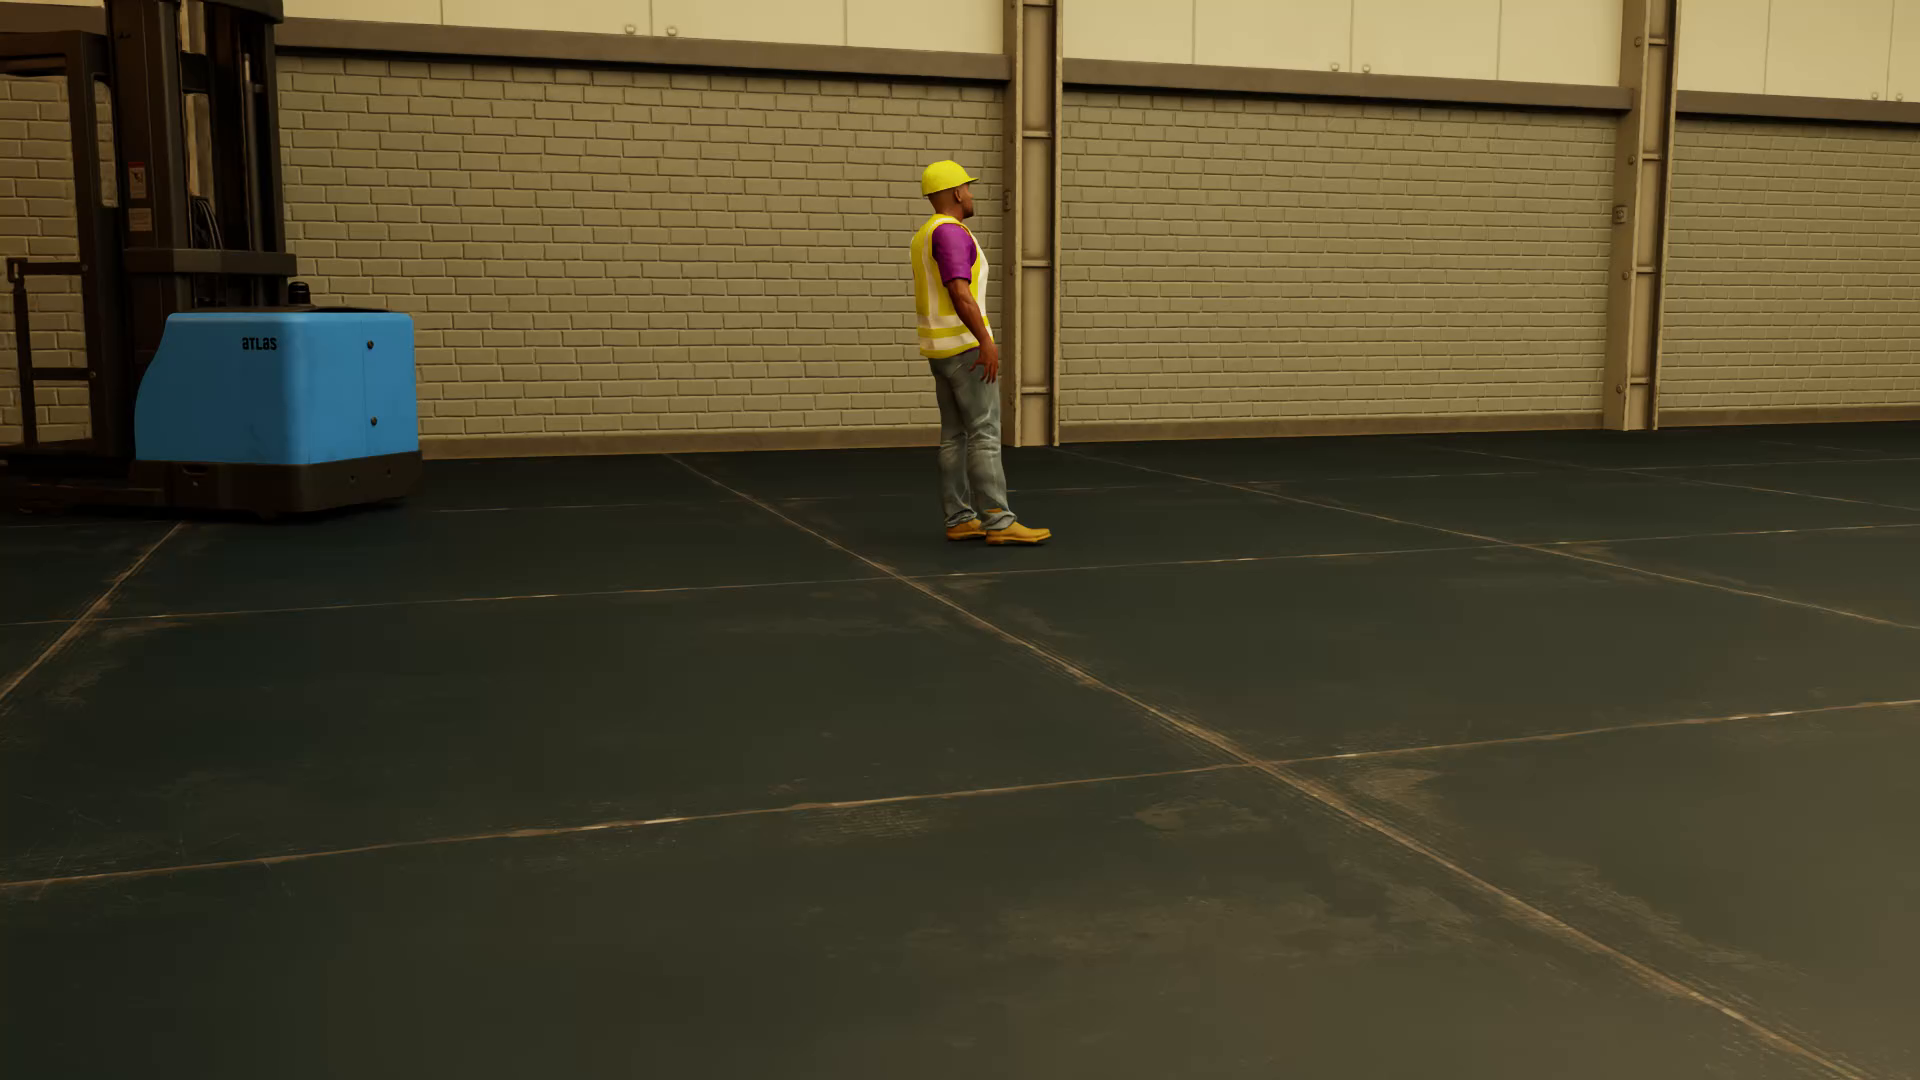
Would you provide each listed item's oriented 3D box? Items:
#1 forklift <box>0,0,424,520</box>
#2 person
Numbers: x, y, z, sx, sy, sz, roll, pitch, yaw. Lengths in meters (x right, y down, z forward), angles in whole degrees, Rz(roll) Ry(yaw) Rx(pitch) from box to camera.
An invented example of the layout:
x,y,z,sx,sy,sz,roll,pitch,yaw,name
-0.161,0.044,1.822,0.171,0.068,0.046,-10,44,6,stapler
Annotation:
x,y,z,sx,sy,sz,roll,pitch,yaw,name
-4.583,-1.648,9.168,3.031,2.935,1.130,3,8,18,forklift
0.068,-0.885,7.821,0.575,1.768,0.666,-3,8,-18,person
